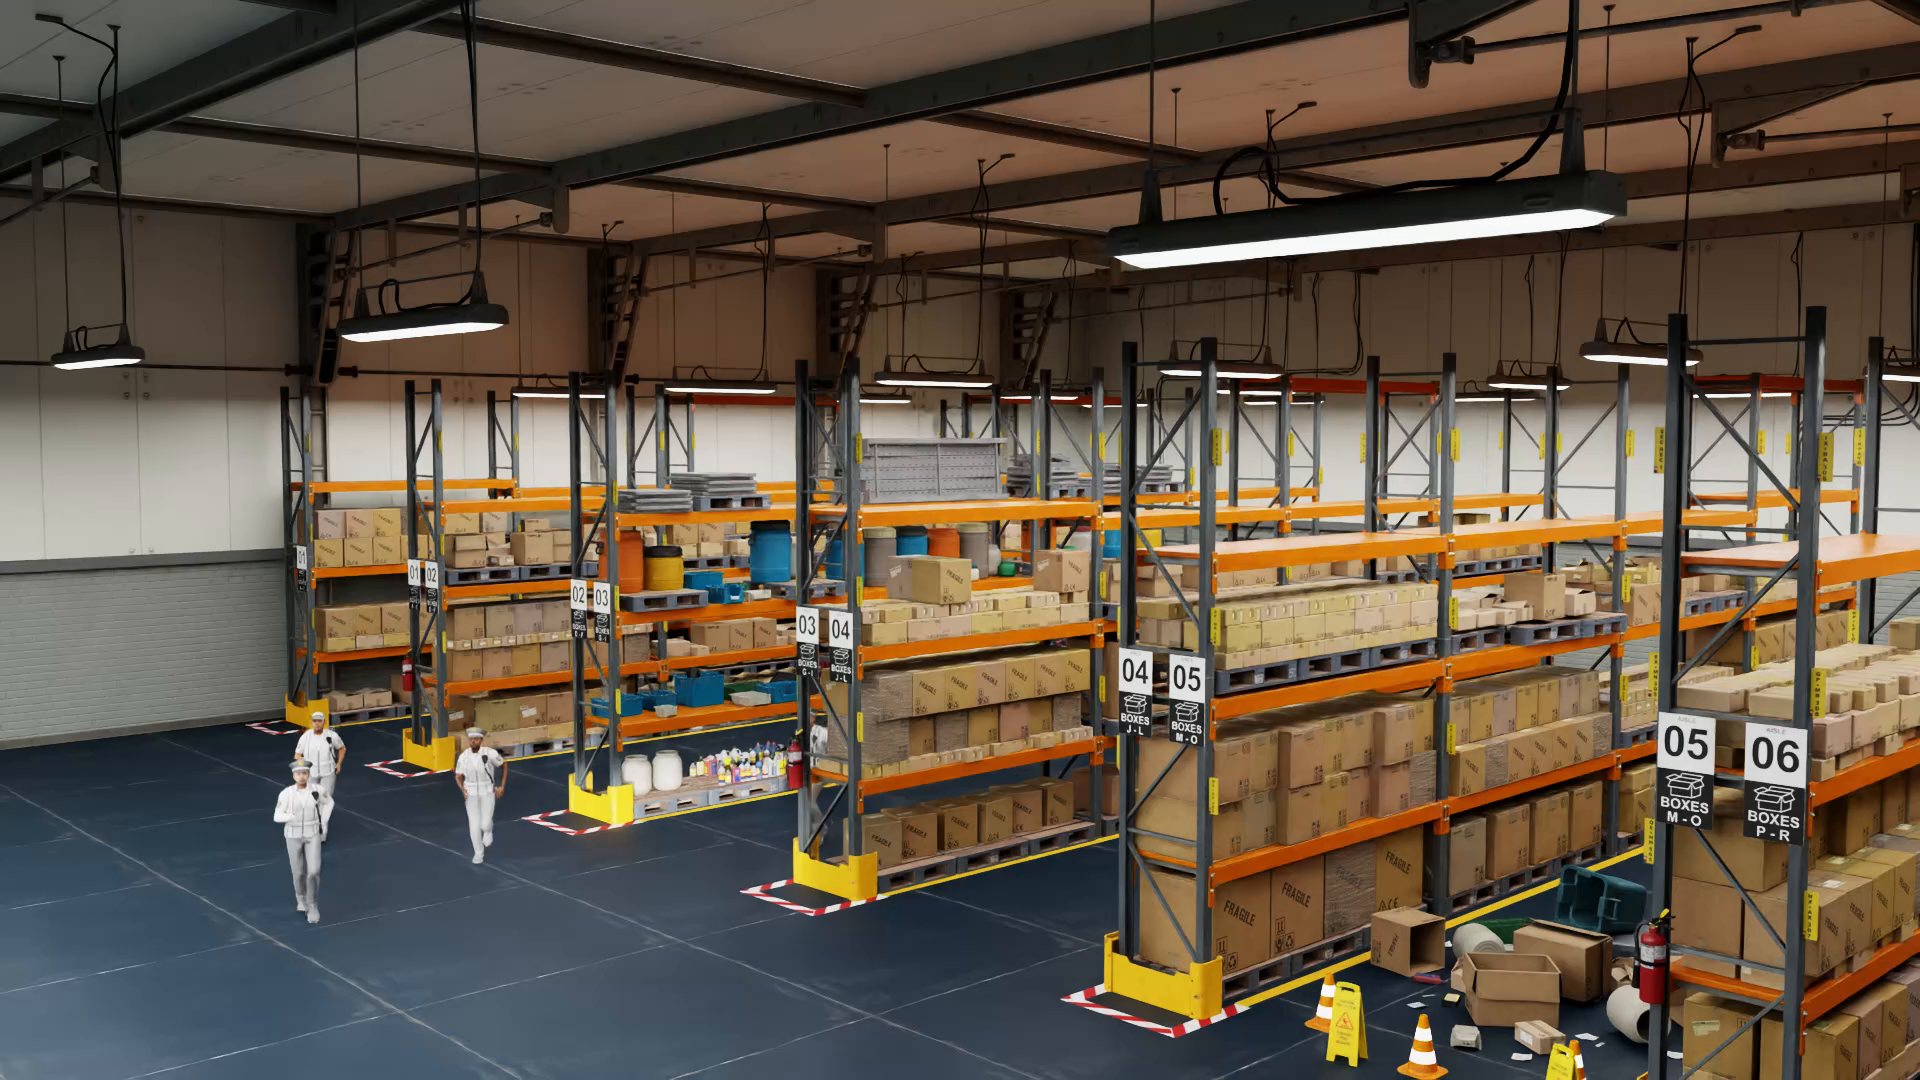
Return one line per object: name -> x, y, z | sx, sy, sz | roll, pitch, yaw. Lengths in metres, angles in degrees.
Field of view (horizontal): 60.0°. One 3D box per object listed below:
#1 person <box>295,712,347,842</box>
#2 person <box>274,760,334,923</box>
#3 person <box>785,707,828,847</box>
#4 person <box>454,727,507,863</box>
person -> -8.176, 3.003, 21.273 | 0.621, 1.624, 0.769 | -1, 4, -19
person -> -6.969, 3.191, 17.683 | 0.592, 1.734, 0.684 | -1, 4, -19
person -> -1.882, 2.966, 20.873 | 0.679, 1.818, 0.719 | 3, 5, 40
person -> -5.783, 3.066, 20.056 | 0.599, 1.667, 0.625 | 0, 4, -6
